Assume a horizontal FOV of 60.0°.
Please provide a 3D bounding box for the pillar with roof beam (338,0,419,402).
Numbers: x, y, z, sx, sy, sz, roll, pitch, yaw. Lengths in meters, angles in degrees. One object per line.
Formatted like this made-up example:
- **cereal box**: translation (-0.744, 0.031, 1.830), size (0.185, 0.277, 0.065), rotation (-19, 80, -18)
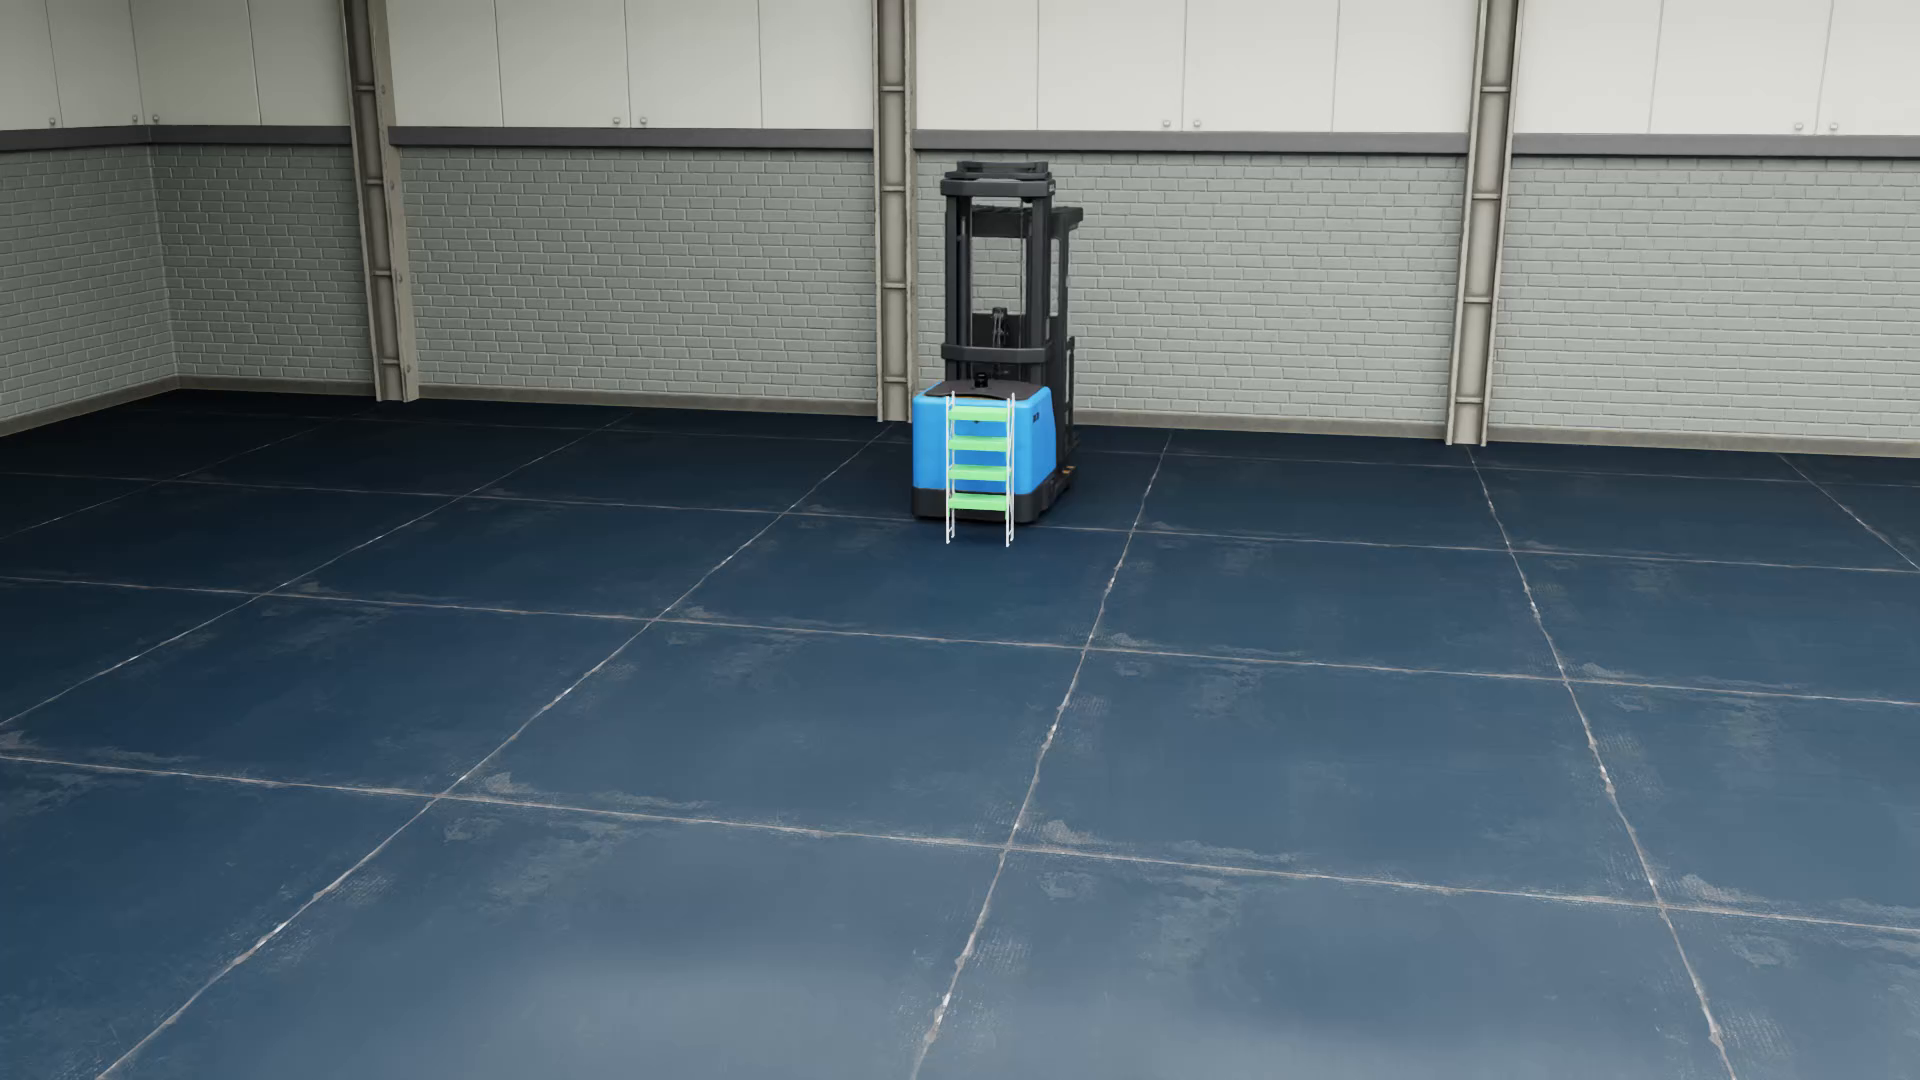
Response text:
- **pillar with roof beam**: translation (-7.418, -4.855, 14.163), size (0.400, 9.000, 9.100), rotation (3, 16, 11)

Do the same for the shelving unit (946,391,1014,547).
- **shelving unit**: translation (0.162, -0.569, 13.300), size (0.503, 1.200, 0.258), rotation (3, 16, 11)

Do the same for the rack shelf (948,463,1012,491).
- **rack shelf**: translation (0.162, -0.508, 13.317), size (0.480, 0.148, 0.258), rotation (3, 16, 11)

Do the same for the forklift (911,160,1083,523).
- **forklift**: translation (0.468, -1.906, 14.881), size (1.130, 2.935, 3.031), rotation (4, 16, 15)

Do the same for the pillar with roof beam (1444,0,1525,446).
- **pillar with roof beam**: translation (4.341, -4.217, 11.858), size (0.400, 9.000, 9.100), rotation (3, 16, 11)

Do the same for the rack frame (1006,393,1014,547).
- **rack frame**: translation (0.401, -0.556, 13.253), size (0.015, 1.200, 0.240), rotation (3, 16, 11)

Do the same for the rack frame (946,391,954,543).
- **rack frame**: translation (-0.077, -0.582, 13.347), size (0.015, 1.200, 0.240), rotation (3, 16, 11)

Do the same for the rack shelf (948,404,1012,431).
- **rack shelf**: translation (0.162, -0.970, 13.189), size (0.480, 0.148, 0.258), rotation (3, 16, 11)

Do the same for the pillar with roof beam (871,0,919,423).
- **pillar with roof beam**: translation (-1.539, -4.536, 13.010), size (0.400, 9.000, 9.100), rotation (3, 16, 11)

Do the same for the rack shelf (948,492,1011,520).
- **rack shelf**: translation (0.162, -0.277, 13.381), size (0.480, 0.148, 0.258), rotation (3, 16, 11)

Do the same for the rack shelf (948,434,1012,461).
- **rack shelf**: translation (0.162, -0.739, 13.253), size (0.480, 0.148, 0.258), rotation (3, 16, 11)
